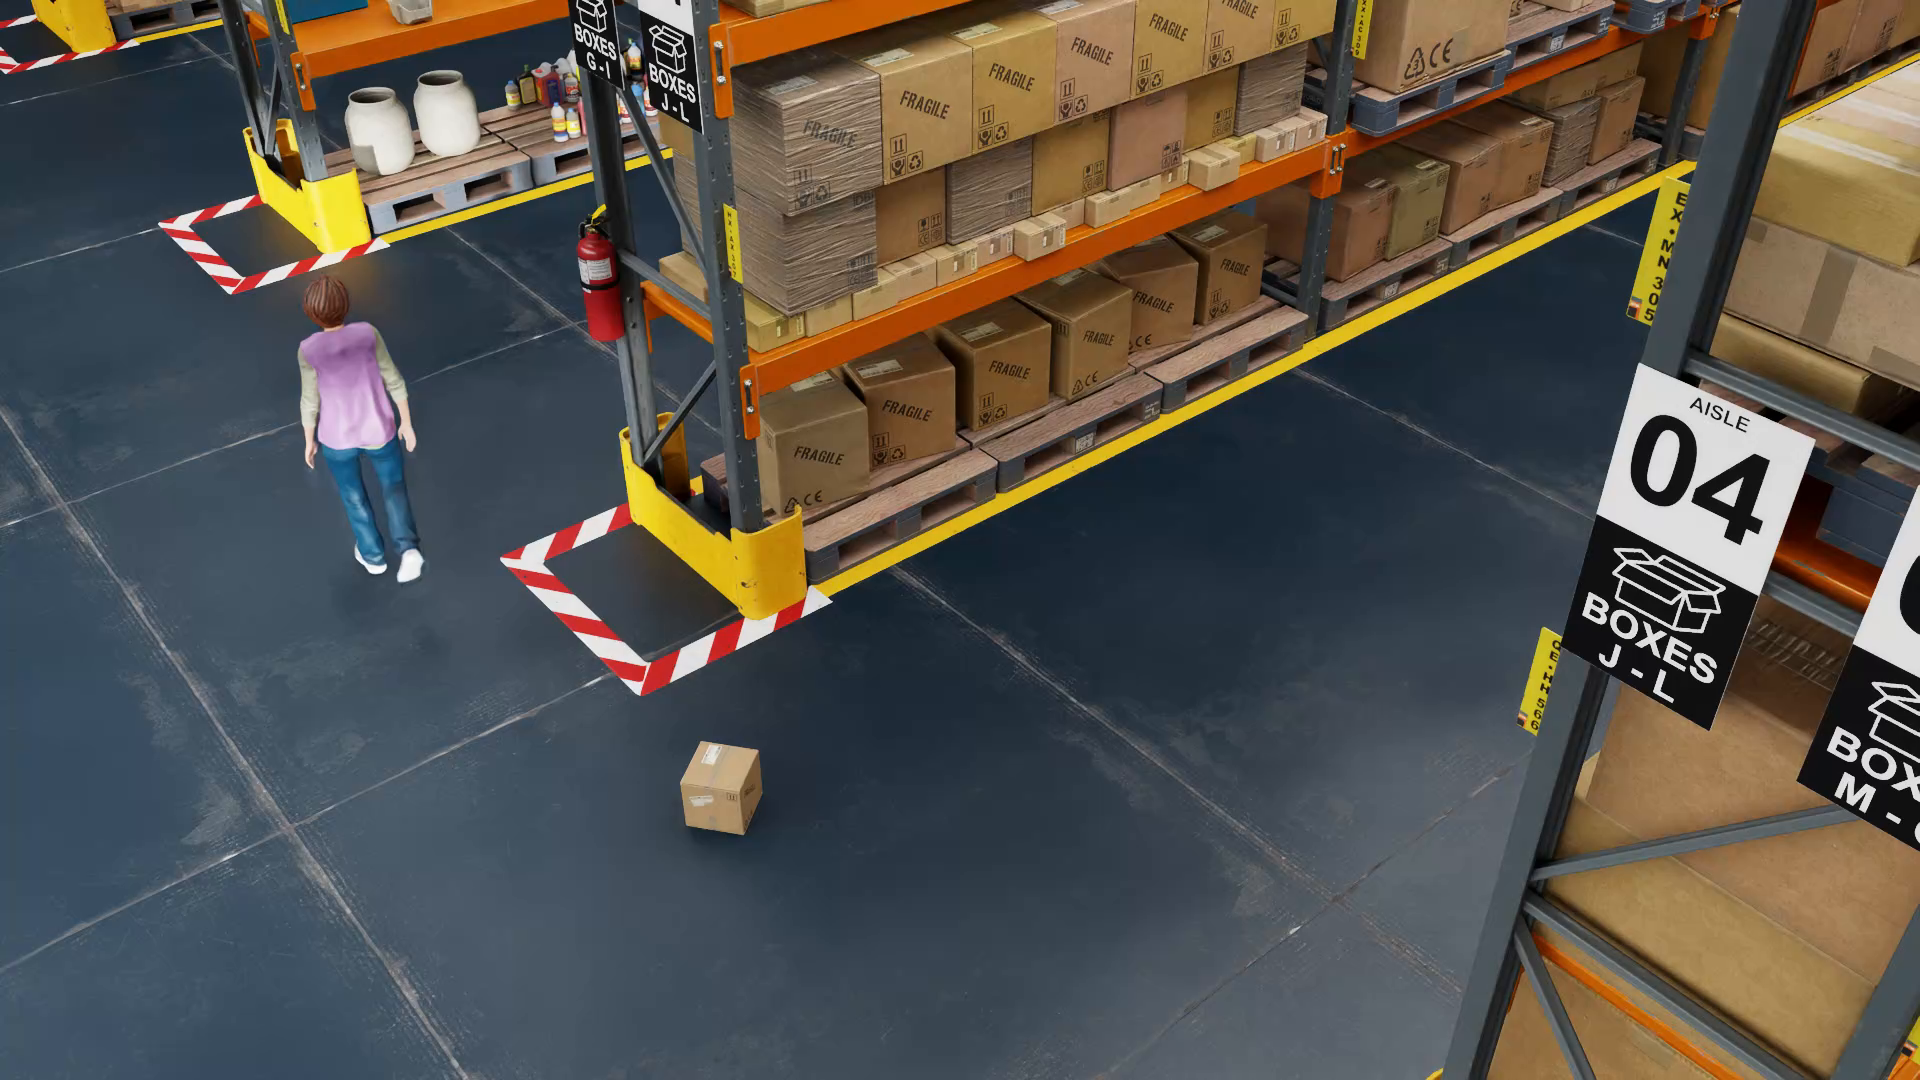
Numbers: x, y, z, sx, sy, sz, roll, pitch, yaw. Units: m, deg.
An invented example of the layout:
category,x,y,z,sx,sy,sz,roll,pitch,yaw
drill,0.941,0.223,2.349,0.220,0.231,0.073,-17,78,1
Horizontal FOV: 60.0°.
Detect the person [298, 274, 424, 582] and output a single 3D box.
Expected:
category,x,y,z,sx,sy,sz,roll,pitch,yaw
person,-2.761,-0.453,7.680,0.498,1.567,0.631,-18,40,-23
